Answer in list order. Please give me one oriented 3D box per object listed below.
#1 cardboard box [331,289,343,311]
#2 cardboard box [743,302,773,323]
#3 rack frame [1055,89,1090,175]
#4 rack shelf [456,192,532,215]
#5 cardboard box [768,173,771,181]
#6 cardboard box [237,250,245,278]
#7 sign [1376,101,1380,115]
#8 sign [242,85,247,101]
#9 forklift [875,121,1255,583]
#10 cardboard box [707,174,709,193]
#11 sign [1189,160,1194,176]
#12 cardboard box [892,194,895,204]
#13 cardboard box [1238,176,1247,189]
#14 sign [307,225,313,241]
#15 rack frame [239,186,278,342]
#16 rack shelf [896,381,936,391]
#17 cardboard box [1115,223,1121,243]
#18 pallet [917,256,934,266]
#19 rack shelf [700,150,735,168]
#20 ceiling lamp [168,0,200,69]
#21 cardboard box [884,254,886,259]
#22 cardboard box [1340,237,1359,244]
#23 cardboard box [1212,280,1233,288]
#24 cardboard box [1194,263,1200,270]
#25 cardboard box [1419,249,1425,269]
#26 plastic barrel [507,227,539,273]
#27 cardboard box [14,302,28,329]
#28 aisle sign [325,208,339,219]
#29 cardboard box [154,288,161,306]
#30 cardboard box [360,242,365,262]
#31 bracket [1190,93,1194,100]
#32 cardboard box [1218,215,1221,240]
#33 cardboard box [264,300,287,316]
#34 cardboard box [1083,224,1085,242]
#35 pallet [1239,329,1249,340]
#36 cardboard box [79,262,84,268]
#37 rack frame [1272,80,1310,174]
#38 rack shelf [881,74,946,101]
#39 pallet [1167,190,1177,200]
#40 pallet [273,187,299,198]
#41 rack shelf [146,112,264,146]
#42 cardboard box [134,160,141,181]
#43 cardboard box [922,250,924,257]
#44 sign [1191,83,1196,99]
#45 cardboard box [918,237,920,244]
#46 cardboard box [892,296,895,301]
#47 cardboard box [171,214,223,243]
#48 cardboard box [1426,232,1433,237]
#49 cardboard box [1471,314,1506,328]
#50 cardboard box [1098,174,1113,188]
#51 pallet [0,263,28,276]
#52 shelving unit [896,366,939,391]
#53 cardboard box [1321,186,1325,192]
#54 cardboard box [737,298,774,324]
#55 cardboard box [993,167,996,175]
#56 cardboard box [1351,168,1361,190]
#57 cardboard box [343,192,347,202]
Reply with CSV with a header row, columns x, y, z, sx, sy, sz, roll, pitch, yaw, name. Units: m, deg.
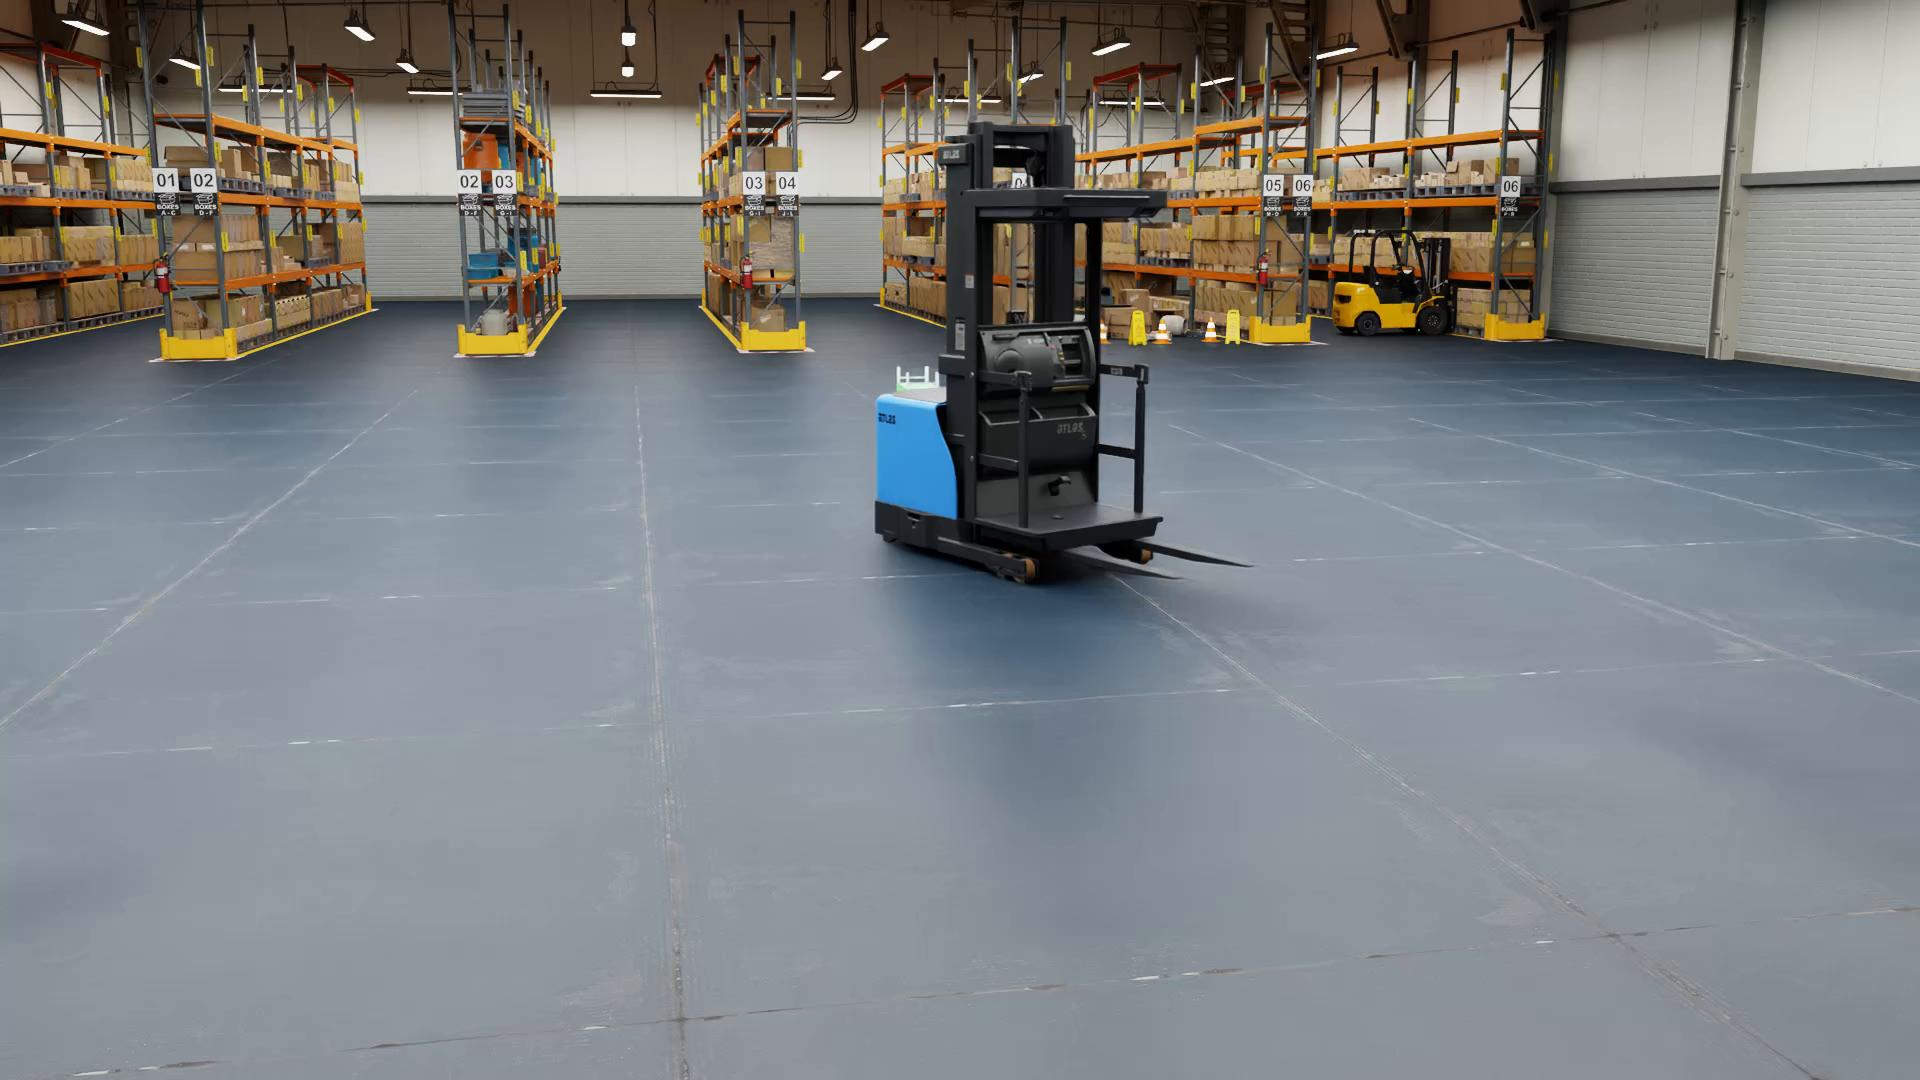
x,y,z,sx,sy,sz,roll,pitch,yaw,name
-15.109,-5.740,39.842,0.500,0.500,0.500,-2,11,-11,cardboard box
-4.055,-4.523,33.501,0.500,0.500,0.500,1,11,7,cardboard box
3.175,-11.233,47.146,1.000,3.000,0.127,-2,11,-11,rack frame
-8.681,-6.298,31.164,1.077,0.370,4.000,-2,11,-11,rack shelf
-3.386,-6.738,30.890,0.380,0.149,0.250,-2,11,-12,cardboard box
-13.534,-5.050,30.441,0.700,0.500,0.500,-2,11,-9,cardboard box
10.143,-10.504,40.397,0.100,0.325,0.005,-2,11,-11,sign
-15.238,-9.522,35.447,0.100,0.325,0.005,-2,11,-11,sign
0.652,-1.261,10.985,1.130,2.935,3.031,-8,13,-35,forklift
-6.401,-9.503,44.419,0.700,0.500,0.500,-3,11,-13,cardboard box
4.965,-7.985,35.669,0.100,0.325,0.005,-2,11,-11,sign
-1.524,-9.110,44.415,0.500,0.250,0.500,-2,11,-11,cardboard box
5.839,-7.074,32.925,0.500,0.250,0.500,-2,11,-12,cardboard box
-14.164,-6.688,36.217,0.100,0.325,0.005,-2,11,-11,sign
-13.930,-5.365,32.361,1.000,3.000,0.127,-2,11,-11,rack frame
-0.321,-1.105,12.566,0.258,0.148,0.480,-2,11,-10,rack shelf
4.176,-7.629,41.316,0.500,0.500,0.500,-2,11,-11,cardboard box
-0.348,-6.653,39.640,1.213,0.211,1.003,-2,11,-11,pallet
-6.157,-9.956,43.430,1.077,0.370,4.000,-2,11,-11,rack shelf
-17.430,-12.415,37.745,0.800,3.185,2.000,-2,11,-11,ceiling lamp
-1.920,-7.893,46.313,0.380,0.149,0.250,-2,11,-11,cardboard box
9.425,-7.249,40.260,0.380,0.149,0.250,-2,11,-10,cardboard box
5.481,-5.341,34.725,0.380,0.149,0.250,-1,11,-8,cardboard box
5.255,-5.892,35.803,0.380,0.149,0.250,-2,11,-11,cardboard box
10.325,-6.129,36.110,0.500,0.500,0.500,-2,11,-10,cardboard box
-8.848,-5.873,33.687,0.600,0.901,0.708,-2,11,-11,plastic barrel
-19.157,-4.495,33.298,0.700,0.500,0.500,-2,11,-10,cardboard box
-16.565,-8.845,43.691,0.394,0.787,0.004,-2,11,-11,aisle sign
-20.888,-6.239,42.514,0.700,0.500,0.500,-2,11,-11,cardboard box
-15.910,-7.543,43.536,0.500,0.500,0.500,-2,11,-9,cardboard box
7.513,-14.208,53.148,0.235,0.232,0.430,-2,11,-11,bracket
5.721,-6.403,34.078,0.700,0.500,0.500,-2,11,-11,cardboard box
-13.858,-4.673,33.456,0.500,0.311,0.500,-2,11,-12,cardboard box
3.590,-8.169,44.152,0.500,0.500,0.500,-2,11,-11,cardboard box
6.149,-4.146,33.413,1.003,0.211,1.213,-2,11,-11,pallet
-19.681,-6.108,36.883,0.380,0.149,0.250,-2,11,-10,cardboard box
8.821,-10.680,44.244,1.000,3.000,0.127,-2,11,-11,rack frame
-1.272,-11.947,43.932,1.077,0.370,4.000,-2,11,-11,rack shelf
5.288,-7.773,37.495,1.213,0.211,1.003,-2,11,-11,pallet
-14.268,-7.153,34.239,1.003,0.211,1.213,-2,11,-8,pallet
-13.541,-7.395,29.978,1.077,0.370,4.000,-2,11,-11,rack shelf
-20.516,-9.097,40.951,0.500,0.500,0.500,-3,11,-14,cardboard box
-0.698,-6.822,39.567,0.380,0.149,0.250,-2,11,-11,cardboard box
4.965,-9.547,35.369,0.100,0.325,0.005,-2,11,-11,sign
-0.803,-7.211,40.020,0.380,0.149,0.250,-2,11,-9,cardboard box
-1.638,-6.552,45.099,0.380,0.149,0.250,-3,11,-14,cardboard box
-13.240,-5.414,28.880,0.700,0.500,0.500,-2,11,-11,cardboard box
10.295,-6.569,35.888,0.380,0.149,0.250,-2,11,-10,cardboard box
10.754,-4.463,33.852,0.500,0.250,0.500,-2,11,-11,cardboard box
3.840,-9.109,42.619,0.500,0.500,0.500,-2,11,-12,cardboard box
-18.794,-5.235,32.194,1.003,0.211,1.213,-2,11,-11,pallet
-0.321,-0.696,12.644,0.258,1.200,0.503,-2,11,-10,shelving unit
9.237,-8.749,41.454,0.380,0.149,0.250,-2,11,-10,cardboard box
-4.310,-4.826,35.039,0.700,0.500,0.500,-3,11,-15,cardboard box
0.888,-7.218,32.288,0.500,0.250,0.500,-2,11,-11,cardboard box
9.697,-8.547,39.400,0.700,0.500,0.500,-2,11,-12,cardboard box
-15.527,-8.514,41.284,0.500,0.250,0.500,-2,11,-11,cardboard box
